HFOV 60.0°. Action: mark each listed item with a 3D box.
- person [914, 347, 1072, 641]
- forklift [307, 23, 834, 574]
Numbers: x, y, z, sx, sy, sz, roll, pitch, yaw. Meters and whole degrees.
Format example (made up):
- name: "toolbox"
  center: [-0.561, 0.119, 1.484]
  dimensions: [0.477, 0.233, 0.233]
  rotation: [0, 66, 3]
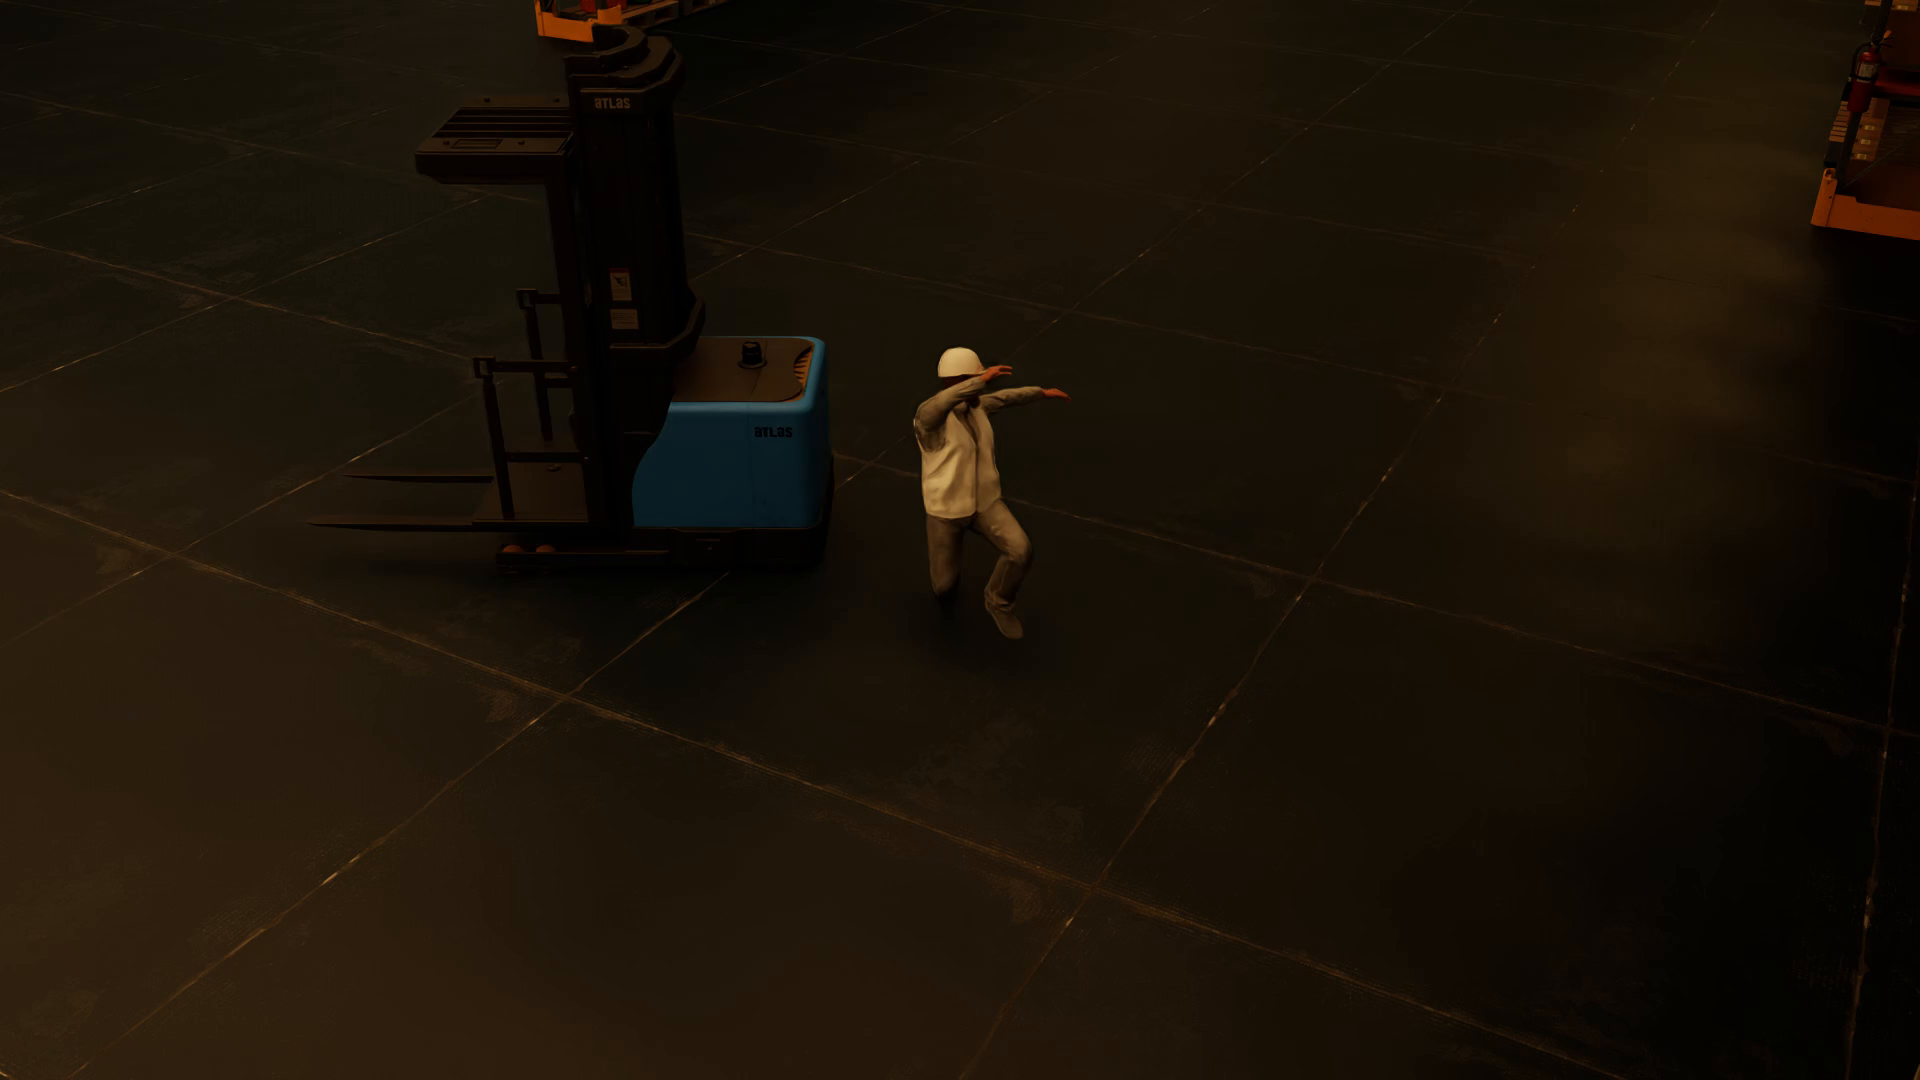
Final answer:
- name: "person"
  center: [0.306, -0.285, 9.053]
  dimensions: [1.042, 1.494, 0.896]
  rotation: [-14, 33, -22]
- name: "forklift"
  center: [-2.308, -1.334, 9.382]
  dimensions: [3.031, 2.935, 1.130]
  rotation: [0, 30, 1]
